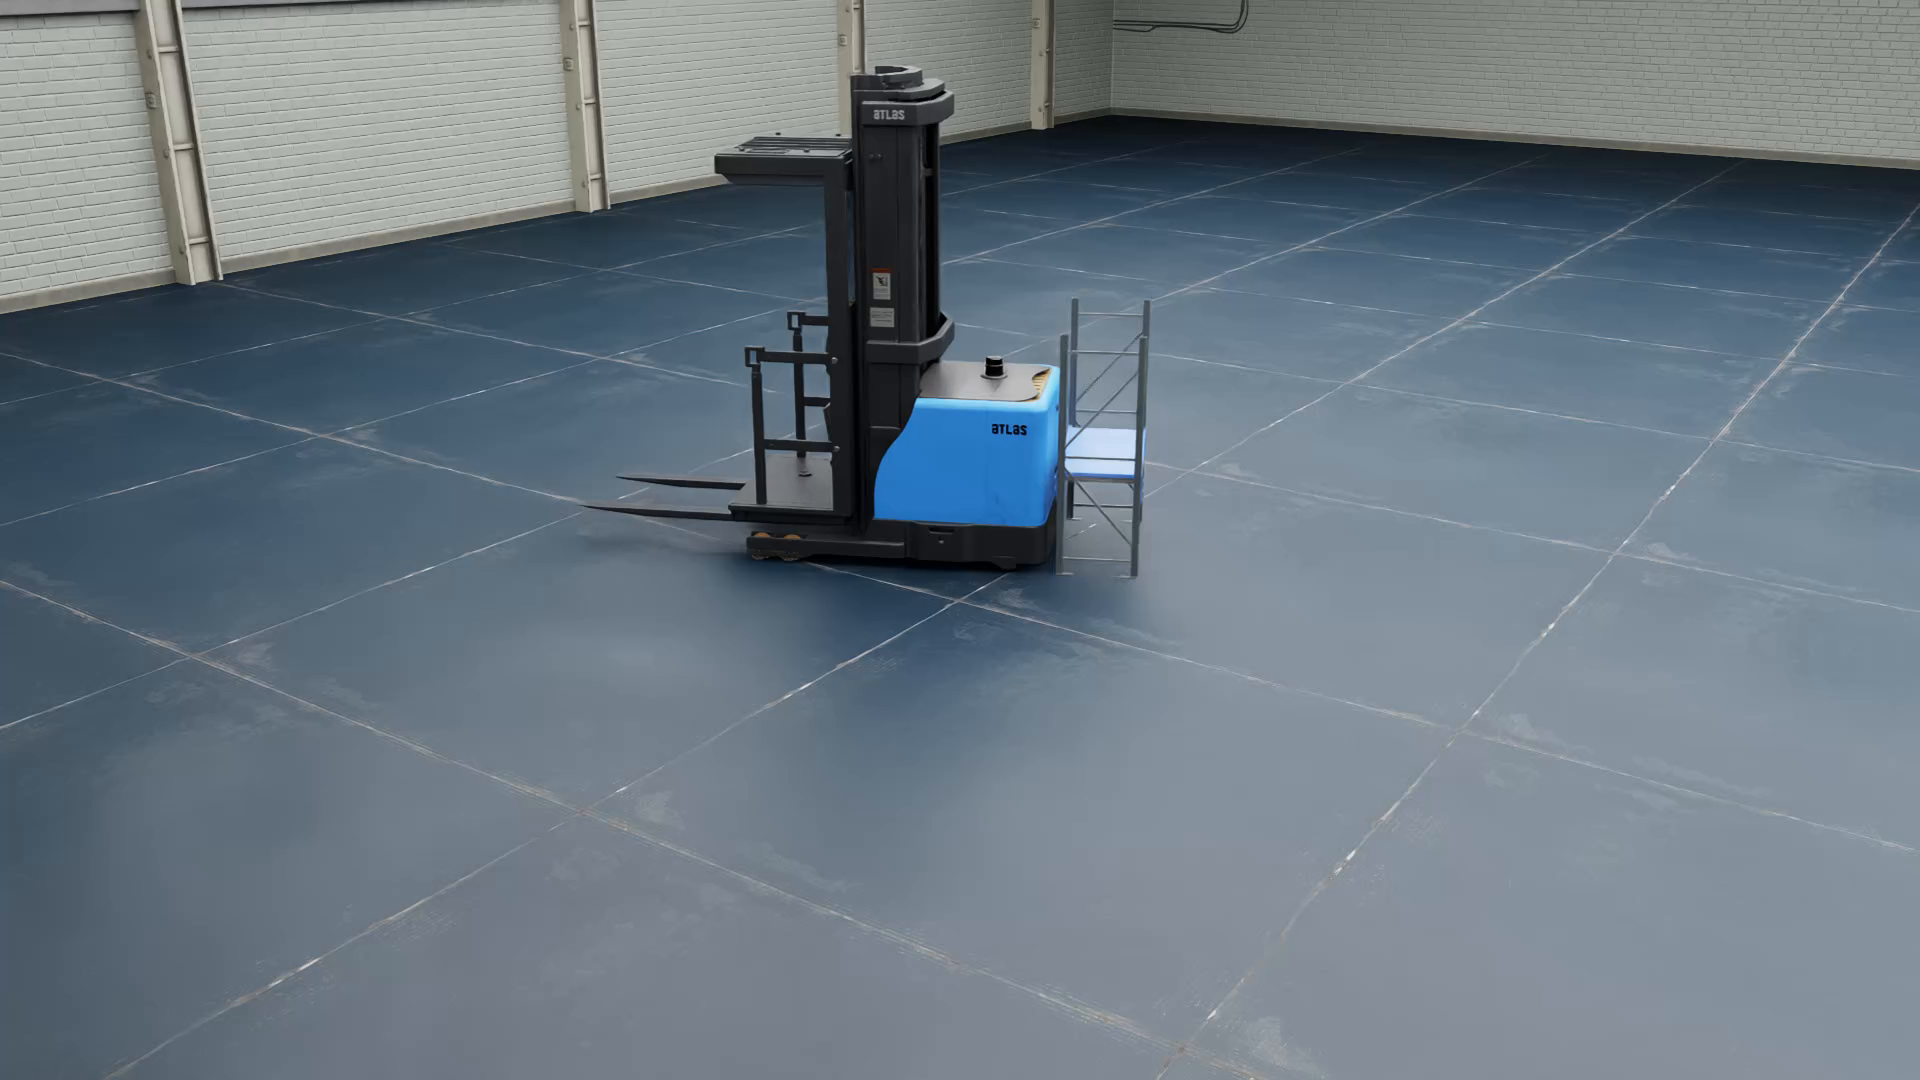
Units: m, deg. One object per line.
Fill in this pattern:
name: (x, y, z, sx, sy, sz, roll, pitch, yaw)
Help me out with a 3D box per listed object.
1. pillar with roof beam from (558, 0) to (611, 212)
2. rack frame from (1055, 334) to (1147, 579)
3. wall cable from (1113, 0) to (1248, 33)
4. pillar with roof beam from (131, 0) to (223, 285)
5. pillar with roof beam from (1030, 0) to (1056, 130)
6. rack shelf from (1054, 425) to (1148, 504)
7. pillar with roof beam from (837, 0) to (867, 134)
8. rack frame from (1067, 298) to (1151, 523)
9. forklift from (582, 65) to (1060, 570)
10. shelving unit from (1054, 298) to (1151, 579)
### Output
pillar with roof beam: (-1.578, -8.005, 19.434, 9.100, 9.000, 0.400, 13, 24, 32)
rack frame: (0.834, -0.481, 9.904, 0.500, 1.500, 0.032, 3, 20, 7)
wall cable: (4.357, -11.418, 33.138, 3.097, 2.526, 0.112, 13, 24, 32)
pillar with roof beam: (-4.951, -6.283, 14.780, 9.100, 9.000, 0.400, 13, 24, 32)
pillar with roof beam: (5.167, -11.448, 28.742, 9.100, 9.000, 0.400, 13, 24, 32)
rack shelf: (0.899, -0.488, 10.440, 0.538, 0.185, 1.000, 3, 20, 7)
pillar with roof beam: (1.795, -9.726, 24.088, 9.100, 9.000, 0.400, 13, 24, 32)
rack frame: (0.963, -0.831, 10.850, 0.500, 1.500, 0.032, 3, 20, 7)
forklift: (-0.889, -1.417, 10.370, 3.031, 2.935, 1.130, 3, 21, 9)
shelving unit: (0.899, -0.656, 10.377, 0.538, 1.500, 1.048, 3, 20, 7)
